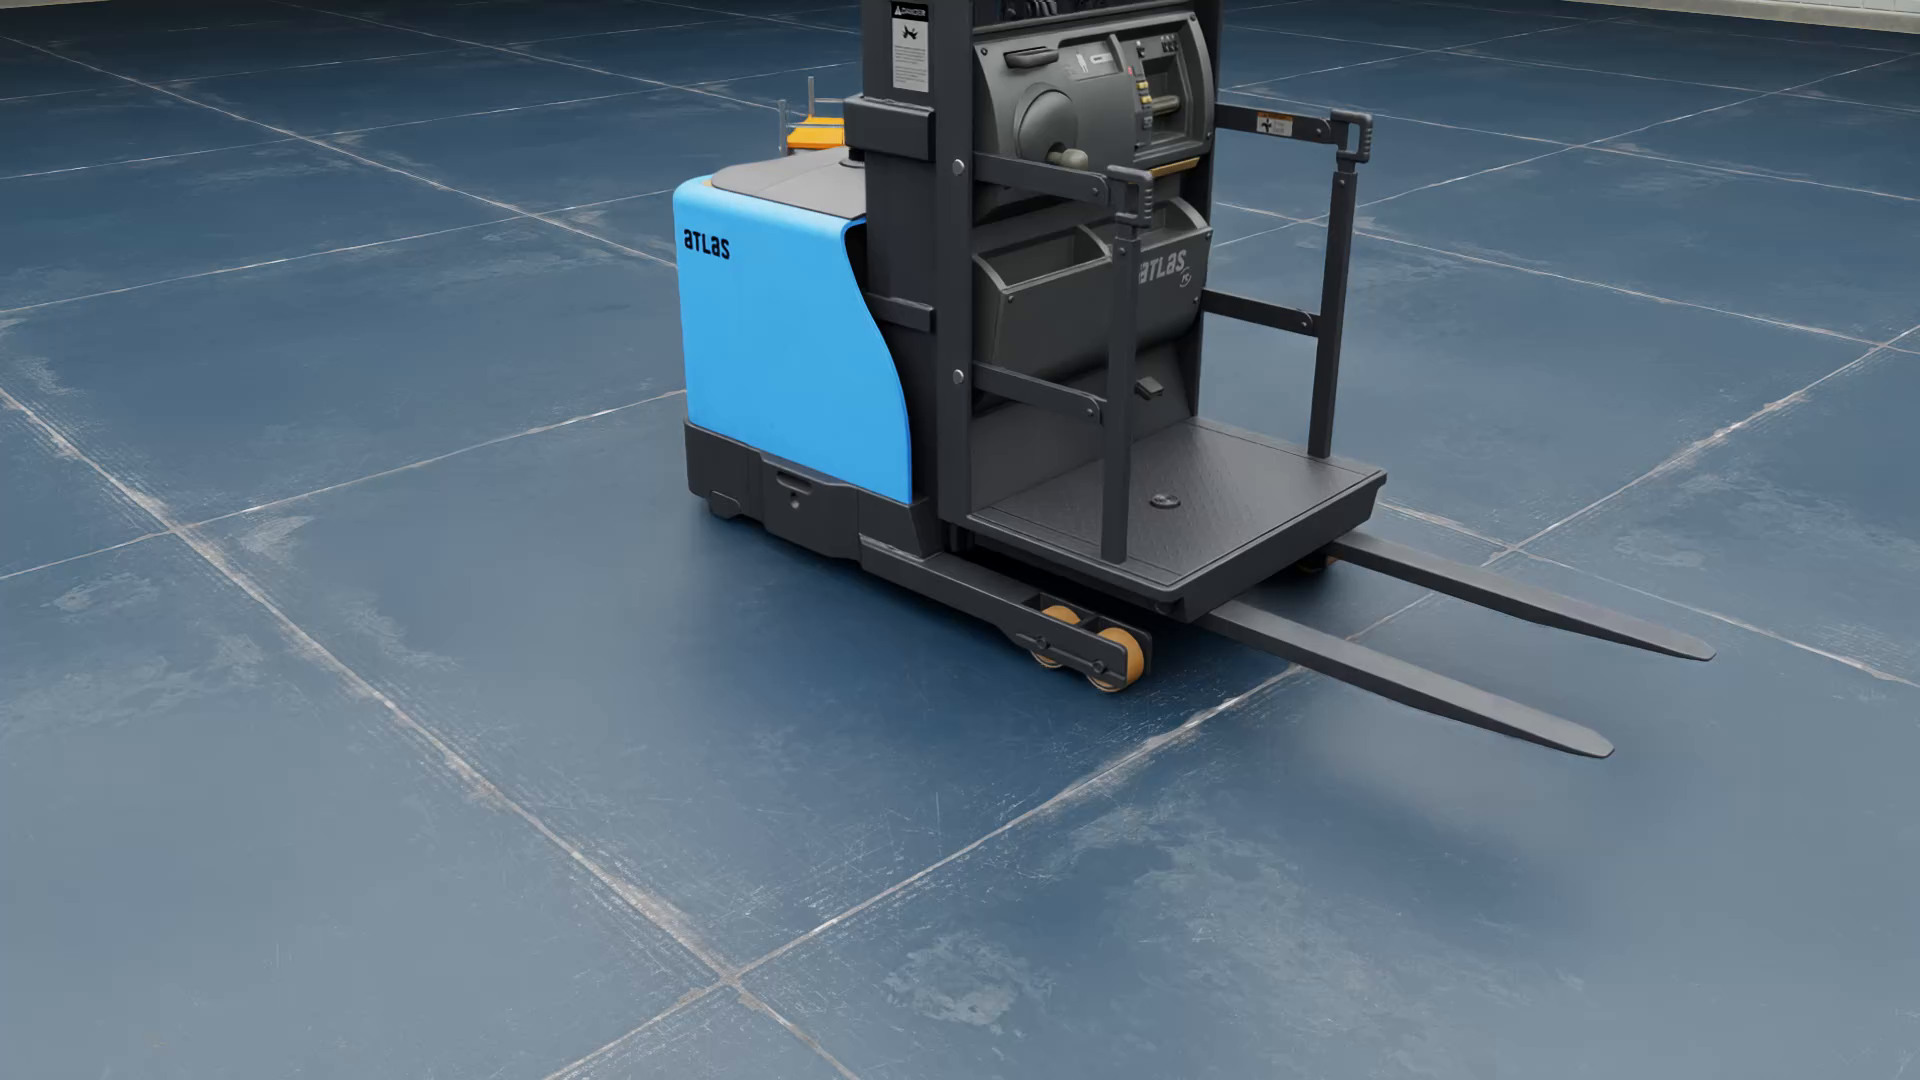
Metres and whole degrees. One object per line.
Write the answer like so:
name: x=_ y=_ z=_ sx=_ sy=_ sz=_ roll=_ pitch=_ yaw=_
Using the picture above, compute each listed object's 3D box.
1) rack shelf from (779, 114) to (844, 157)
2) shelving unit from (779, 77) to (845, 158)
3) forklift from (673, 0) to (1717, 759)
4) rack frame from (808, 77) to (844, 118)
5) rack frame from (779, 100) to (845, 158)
rack shelf: x=-0.462 y=-1.392 z=5.910 sx=0.258 sy=0.148 sz=0.480 roll=3 pitch=25 yaw=6
shelving unit: x=-0.462 y=-1.035 z=6.073 sx=0.258 sy=1.200 sz=0.503 roll=3 pitch=25 yaw=6
forklift: x=0.533 y=-1.179 z=4.303 sx=3.031 sy=2.935 sz=1.130 roll=21 pitch=32 yaw=38
rack frame: x=-0.434 y=-1.135 z=6.293 sx=0.240 sy=1.200 sz=0.015 roll=3 pitch=25 yaw=6
rack frame: x=-0.491 y=-0.934 z=5.852 sx=0.240 sy=1.200 sz=0.015 roll=3 pitch=25 yaw=6
